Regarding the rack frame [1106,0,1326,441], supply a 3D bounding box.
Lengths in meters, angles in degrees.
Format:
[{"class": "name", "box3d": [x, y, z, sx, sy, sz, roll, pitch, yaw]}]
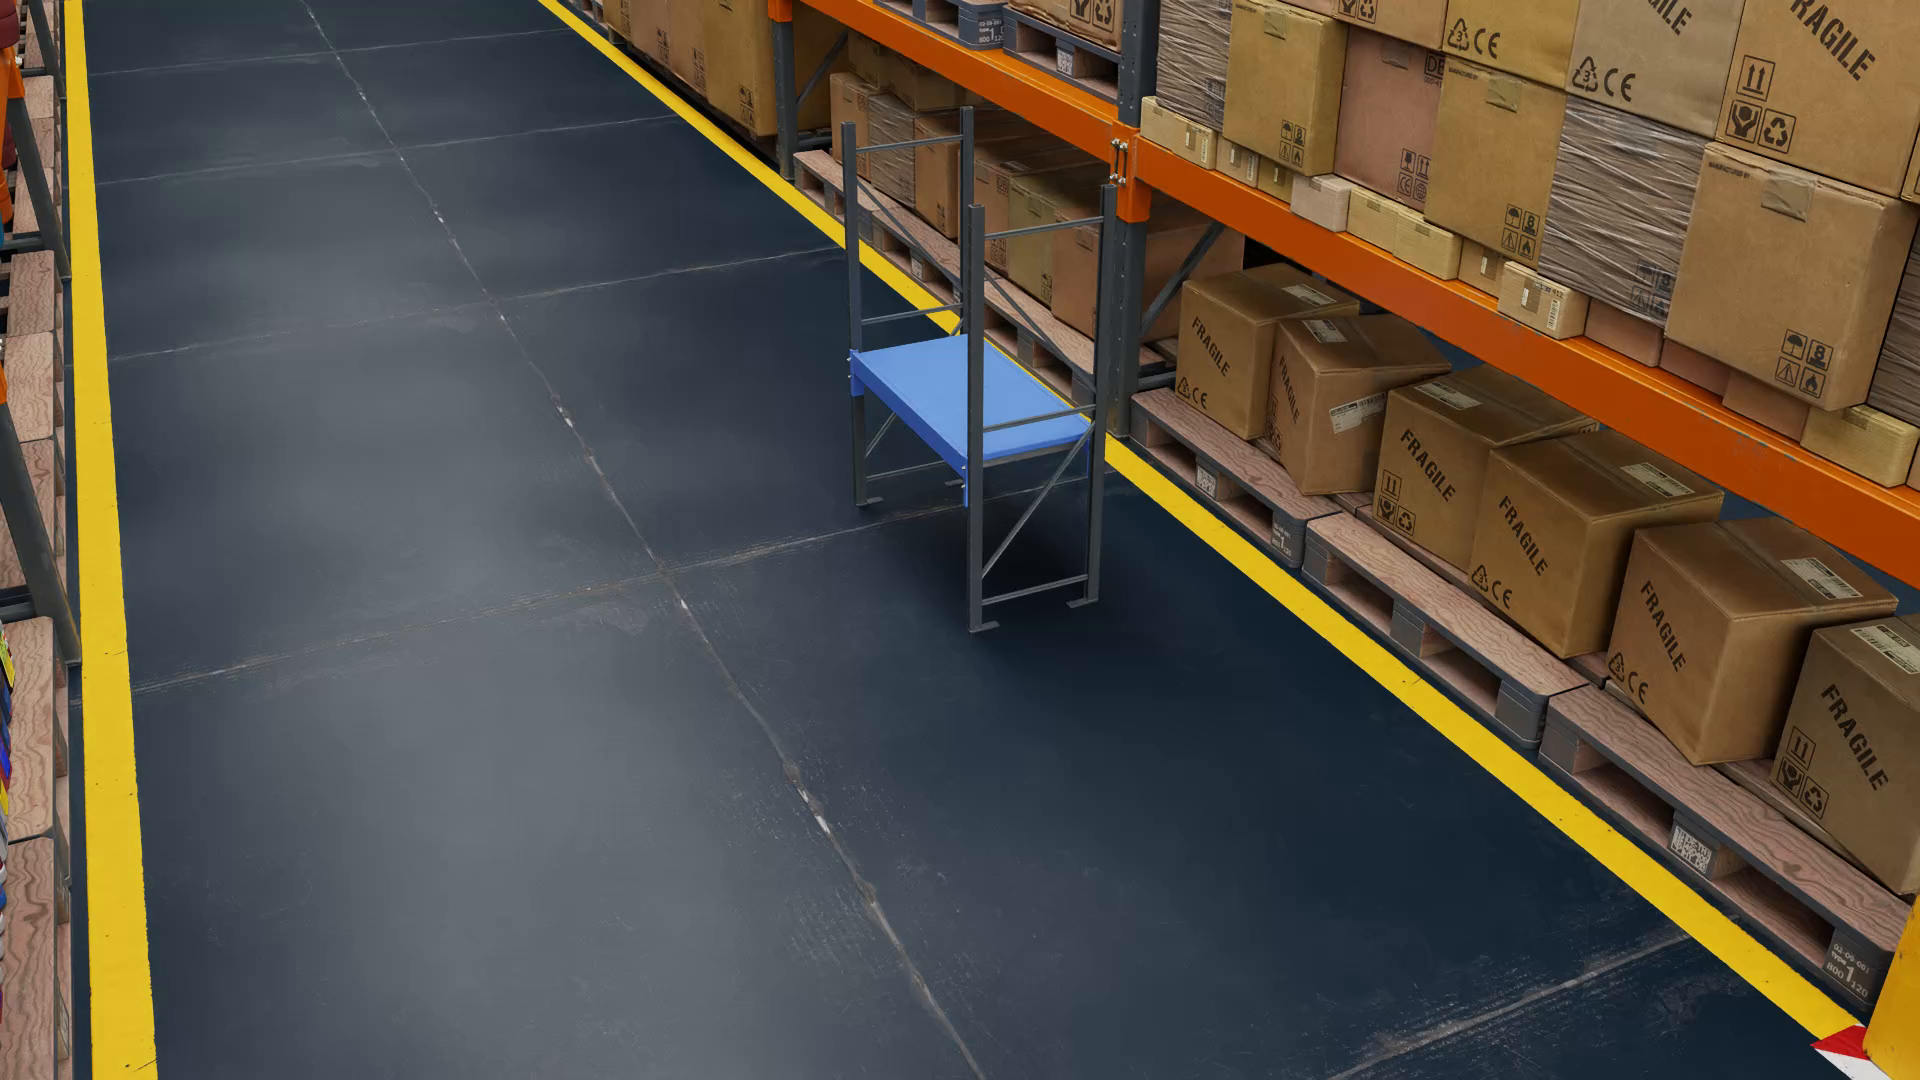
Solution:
[{"class": "rack frame", "box3d": [1.087, -1.857, 6.495, 1.000, 3.000, 0.127, -13, 32, -22]}]

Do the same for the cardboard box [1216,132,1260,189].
[{"class": "cardboard box", "box3d": [1.135, -1.372, 5.886, 0.380, 0.149, 0.250, -13, 32, -22]}]

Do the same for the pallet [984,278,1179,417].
[{"class": "pallet", "box3d": [0.751, -0.985, 7.790, 1.003, 0.211, 1.213, -13, 32, -22]}]

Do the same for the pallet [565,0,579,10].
[{"class": "pallet", "box3d": [-3.131, -5.067, 15.070, 1.003, 0.211, 1.213, -13, 32, -22]}]

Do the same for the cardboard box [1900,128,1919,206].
[{"class": "cardboard box", "box3d": [2.345, -0.891, 3.343, 0.500, 0.500, 0.500, -13, 32, -22]}]

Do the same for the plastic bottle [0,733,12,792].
[{"class": "plastic bottle", "box3d": [-2.660, 0.548, 4.534, 0.061, 0.283, 0.133, -11, 31, -19]}]

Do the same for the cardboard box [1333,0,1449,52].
[{"class": "cardboard box", "box3d": [1.480, -1.773, 4.916, 0.500, 0.500, 0.500, -13, 32, -22]}]

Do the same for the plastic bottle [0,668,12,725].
[{"class": "plastic bottle", "box3d": [-2.850, 0.370, 4.782, 0.144, 0.351, 0.185, -14, 32, -23]}]

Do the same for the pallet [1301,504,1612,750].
[{"class": "pallet", "box3d": [1.935, 0.188, 5.699, 1.003, 0.211, 1.213, -13, 32, -22]}]

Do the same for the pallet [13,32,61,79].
[{"class": "pallet", "box3d": [-7.172, -3.452, 12.190, 1.003, 0.211, 1.213, -13, 32, -22]}]

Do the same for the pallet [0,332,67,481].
[{"class": "pallet", "box3d": [-4.287, -0.479, 6.889, 1.003, 0.211, 1.213, -13, 32, -22]}]

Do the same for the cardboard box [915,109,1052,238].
[{"class": "cardboard box", "box3d": [0.174, -1.943, 8.754, 0.700, 0.500, 0.500, -10, 31, -18]}]

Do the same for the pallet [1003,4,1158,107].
[{"class": "pallet", "box3d": [0.890, -2.142, 7.199, 1.003, 0.211, 1.213, -13, 32, -22]}]

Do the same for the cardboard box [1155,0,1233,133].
[{"class": "cardboard box", "box3d": [1.224, -1.819, 6.020, 0.875, 0.500, 0.500, -13, 32, -22]}]

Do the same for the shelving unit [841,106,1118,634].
[{"class": "shelving unit", "box3d": [0.037, -0.616, 5.816, 0.538, 1.500, 1.048, -13, 32, -22]}]

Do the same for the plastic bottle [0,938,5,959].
[{"class": "plastic bottle", "box3d": [-2.356, 0.886, 3.943, 0.097, 0.271, 0.097, 0, 29, 0]}]

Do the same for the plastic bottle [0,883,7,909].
[{"class": "plastic bottle", "box3d": [-2.443, 0.796, 4.103, 0.097, 0.271, 0.097, 0, 29, 0]}]

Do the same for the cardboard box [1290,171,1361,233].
[{"class": "cardboard box", "box3d": [1.321, -1.144, 5.481, 0.380, 0.149, 0.250, -13, 32, -22]}]

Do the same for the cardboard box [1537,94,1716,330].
[{"class": "cardboard box", "box3d": [2.094, -0.938, 4.450, 0.875, 0.500, 0.500, -13, 32, -22]}]

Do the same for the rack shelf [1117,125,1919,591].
[{"class": "rack shelf", "box3d": [1.945, -0.660, 5.096, 1.077, 0.370, 4.000, -13, 32, -22]}]

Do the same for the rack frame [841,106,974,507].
[{"class": "rack frame", "box3d": [-0.182, -0.841, 6.216, 0.500, 1.500, 0.032, -13, 32, -22]}]

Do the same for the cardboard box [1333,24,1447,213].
[{"class": "cardboard box", "box3d": [1.712, -1.391, 5.257, 0.875, 0.500, 0.500, -13, 32, -22]}]

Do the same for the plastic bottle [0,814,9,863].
[{"class": "plastic bottle", "box3d": [-2.563, 0.703, 4.265, 0.152, 0.276, 0.135, -12, 32, -21]}]

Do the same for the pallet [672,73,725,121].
[{"class": "pallet", "box3d": [-1.421, -3.310, 11.937, 1.003, 0.211, 1.213, -13, 32, -22]}]

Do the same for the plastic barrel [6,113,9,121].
[{"class": "plastic barrel", "box3d": [-6.299, -3.062, 10.361, 0.600, 0.901, 0.708, -13, 32, -22]}]

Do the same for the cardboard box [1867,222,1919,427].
[{"class": "cardboard box", "box3d": [2.592, -0.512, 3.691, 0.875, 0.500, 0.500, -13, 32, -22]}]

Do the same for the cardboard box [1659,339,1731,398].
[{"class": "cardboard box", "box3d": [2.071, -0.506, 4.343, 0.380, 0.149, 0.250, -13, 32, -22]}]

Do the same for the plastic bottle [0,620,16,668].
[{"class": "plastic bottle", "box3d": [-2.950, 0.306, 5.048, 0.097, 0.201, 0.097, 0, 29, 0]}]

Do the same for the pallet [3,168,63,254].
[{"class": "pallet", "box3d": [-5.480, -1.707, 9.079, 1.003, 0.211, 1.213, -13, 32, -22]}]

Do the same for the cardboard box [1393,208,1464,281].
[{"class": "cardboard box", "box3d": [1.563, -0.930, 5.098, 0.380, 0.149, 0.250, -13, 32, -22]}]

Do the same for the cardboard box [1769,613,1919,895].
[{"class": "cardboard box", "box3d": [2.551, 0.537, 4.351, 0.500, 0.500, 0.500, -7, 30, -13]}]

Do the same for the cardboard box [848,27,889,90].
[{"class": "cardboard box", "box3d": [-0.316, -2.763, 9.450, 0.500, 0.250, 0.500, -12, 31, -20]}]

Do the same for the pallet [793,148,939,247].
[{"class": "pallet", "box3d": [-0.296, -2.062, 9.712, 1.003, 0.211, 1.213, -13, 32, -22]}]

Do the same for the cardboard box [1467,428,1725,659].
[{"class": "cardboard box", "box3d": [2.012, 0.000, 5.309, 0.500, 0.500, 0.500, -10, 31, -17]}]

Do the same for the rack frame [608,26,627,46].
[{"class": "rack frame", "box3d": [-2.348, -5.391, 12.797, 1.000, 3.000, 0.127, -13, 32, -22]}]

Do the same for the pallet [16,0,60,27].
[{"class": "pallet", "box3d": [-8.219, -4.529, 14.112, 1.003, 0.211, 1.213, -13, 32, -22]}]

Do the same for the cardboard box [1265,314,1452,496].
[{"class": "cardboard box", "box3d": [1.475, -0.514, 6.226, 0.500, 0.500, 0.500, -3, 29, -6]}]

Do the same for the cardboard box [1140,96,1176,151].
[{"class": "cardboard box", "box3d": [0.907, -1.590, 6.275, 0.380, 0.149, 0.250, -13, 32, -22]}]

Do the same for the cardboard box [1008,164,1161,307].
[{"class": "cardboard box", "box3d": [0.655, -1.449, 7.874, 0.700, 0.500, 0.500, -13, 32, -22]}]

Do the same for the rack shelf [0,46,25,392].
[{"class": "rack shelf", "box3d": [-4.245, -1.387, 6.392, 1.077, 0.370, 4.000, -13, 32, -22]}]

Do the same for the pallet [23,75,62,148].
[{"class": "pallet", "box3d": [-6.528, -2.785, 11.001, 1.003, 0.211, 1.213, -13, 32, -22]}]

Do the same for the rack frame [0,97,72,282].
[{"class": "rack frame", "box3d": [-5.104, -2.584, 7.792, 1.000, 3.000, 0.127, -13, 32, -22]}]

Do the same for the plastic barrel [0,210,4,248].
[{"class": "plastic barrel", "box3d": [-3.279, -1.270, 4.936, 0.600, 0.901, 0.708, -13, 32, -22]}]

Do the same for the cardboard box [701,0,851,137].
[{"class": "cardboard box", "box3d": [-0.908, -3.190, 10.615, 1.225, 0.875, 0.875, -15, 32, -24]}]

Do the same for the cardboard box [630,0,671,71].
[{"class": "cardboard box", "box3d": [-1.671, -3.975, 12.014, 1.225, 0.875, 0.875, -14, 32, -24]}]

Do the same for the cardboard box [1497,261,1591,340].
[{"class": "cardboard box", "box3d": [1.756, -0.704, 4.695, 0.380, 0.149, 0.250, -13, 32, -22]}]

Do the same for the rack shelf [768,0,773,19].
[{"class": "rack shelf", "box3d": [-1.489, -4.194, 11.398, 1.077, 0.370, 4.000, -13, 32, -22]}]

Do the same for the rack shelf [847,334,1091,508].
[{"class": "rack shelf", "box3d": [0.037, -0.460, 5.904, 0.538, 0.185, 1.000, -13, 32, -22]}]

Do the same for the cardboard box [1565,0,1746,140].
[{"class": "cardboard box", "box3d": [1.912, -1.332, 4.130, 0.500, 0.500, 0.500, -13, 32, -22]}]

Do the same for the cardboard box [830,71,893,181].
[{"class": "cardboard box", "box3d": [-0.325, -2.434, 9.630, 0.700, 0.500, 0.500, -15, 33, -25]}]

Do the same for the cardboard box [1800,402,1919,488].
[{"class": "cardboard box", "box3d": [2.234, -0.273, 3.928, 0.380, 0.149, 0.250, -13, 32, -22]}]

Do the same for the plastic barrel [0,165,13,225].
[{"class": "plastic barrel", "box3d": [-5.329, -2.033, 8.599, 0.600, 0.830, 0.708, -13, 32, -22]}]

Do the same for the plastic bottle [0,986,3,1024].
[{"class": "plastic bottle", "box3d": [-2.247, 0.972, 3.776, 0.061, 0.283, 0.133, -13, 32, -21]}]

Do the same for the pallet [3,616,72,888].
[{"class": "pallet", "box3d": [-3.136, 0.704, 4.778, 1.003, 0.211, 1.213, -13, 32, -22]}]

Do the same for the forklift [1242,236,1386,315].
[{"class": "forklift", "box3d": [1.568, -3.038, 8.671, 1.130, 2.935, 3.031, -14, 32, -23]}]
